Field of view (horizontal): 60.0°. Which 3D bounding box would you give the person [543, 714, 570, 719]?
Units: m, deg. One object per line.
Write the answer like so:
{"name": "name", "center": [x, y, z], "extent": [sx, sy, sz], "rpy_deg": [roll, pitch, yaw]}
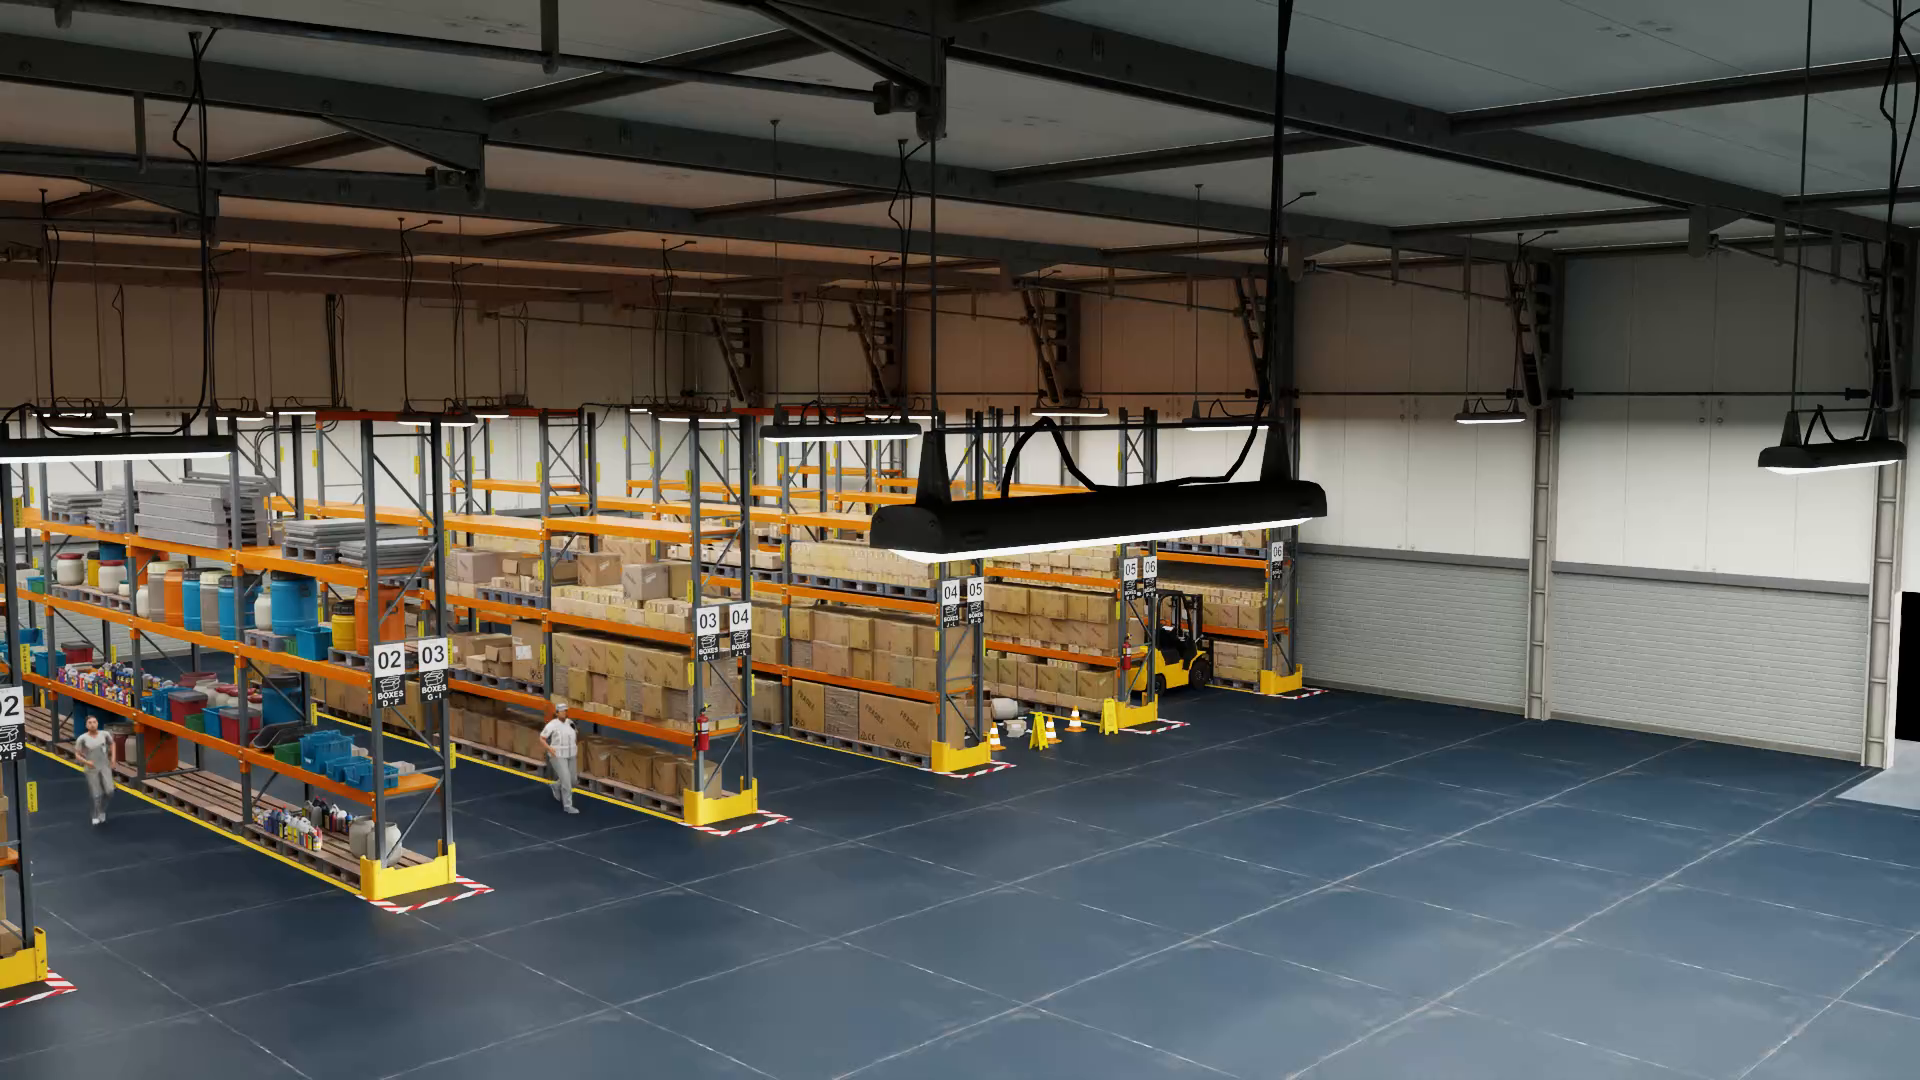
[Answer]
{"name": "person", "center": [-7.586, 2.746, 31.305], "extent": [0.733, 1.629, 0.525], "rpy_deg": [4, 6, 39]}

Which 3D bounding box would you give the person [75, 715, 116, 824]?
{"name": "person", "center": [-12.610, 3.362, 24.317], "extent": [0.578, 1.625, 0.574], "rpy_deg": [-4, 7, -40]}

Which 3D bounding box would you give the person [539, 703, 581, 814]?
{"name": "person", "center": [-6.039, 3.281, 25.215], "extent": [0.823, 1.634, 0.620], "rpy_deg": [4, 7, 40]}
